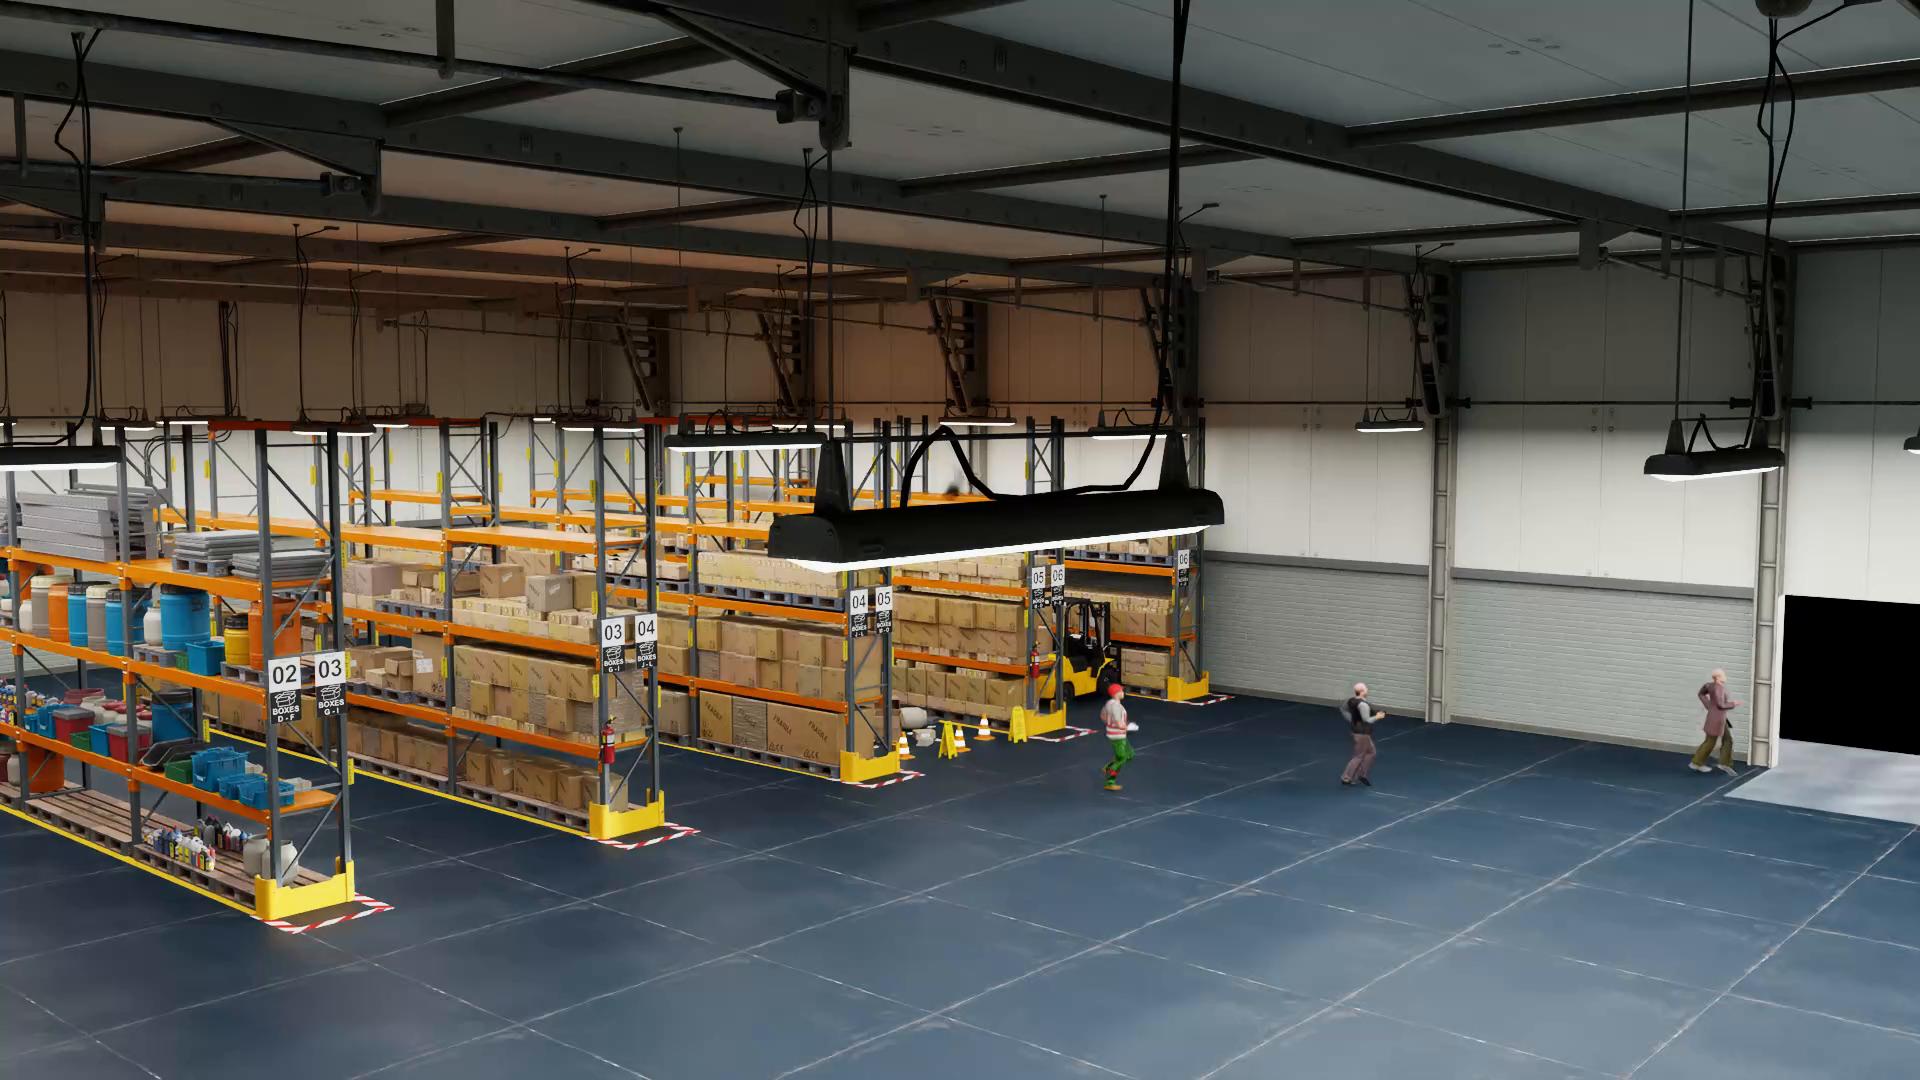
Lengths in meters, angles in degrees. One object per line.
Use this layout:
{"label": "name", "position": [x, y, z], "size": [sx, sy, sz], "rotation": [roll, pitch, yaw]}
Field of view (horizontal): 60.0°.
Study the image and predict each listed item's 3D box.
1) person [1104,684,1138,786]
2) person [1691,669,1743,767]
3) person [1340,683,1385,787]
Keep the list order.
{"label": "person", "position": [2.623, 3.169, 27.179], "size": [0.547, 1.685, 0.534], "rotation": [0, 5, -3]}
{"label": "person", "position": [12.828, 3.016, 28.179], "size": [0.783, 1.671, 0.699], "rotation": [2, 5, 20]}
{"label": "person", "position": [6.585, 3.216, 27.225], "size": [0.702, 1.763, 0.637], "rotation": [0, 5, -2]}
